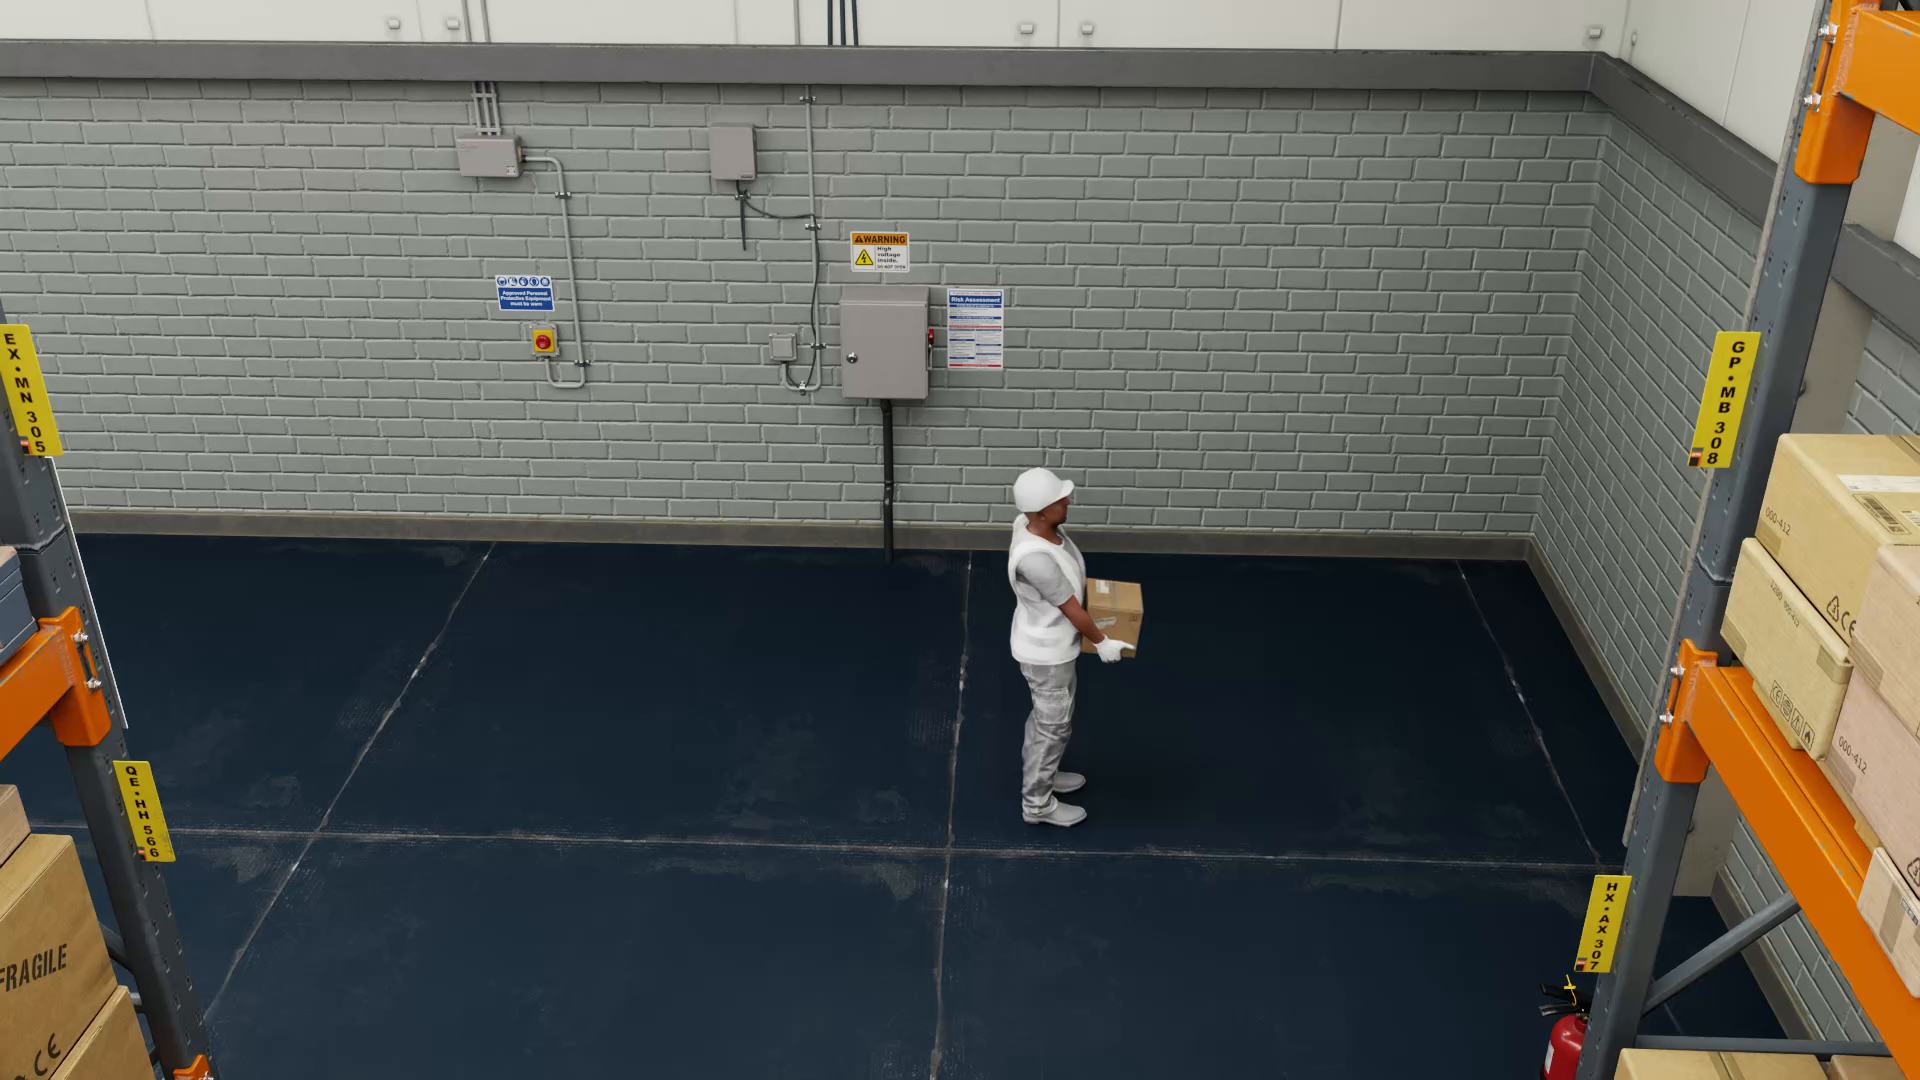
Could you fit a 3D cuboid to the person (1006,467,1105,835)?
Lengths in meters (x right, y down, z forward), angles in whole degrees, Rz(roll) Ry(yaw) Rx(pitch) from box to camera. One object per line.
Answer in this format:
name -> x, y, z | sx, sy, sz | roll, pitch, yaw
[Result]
person -> 0.426, 0.485, 7.682 | 0.426, 1.777, 0.584 | 0, 28, 0
